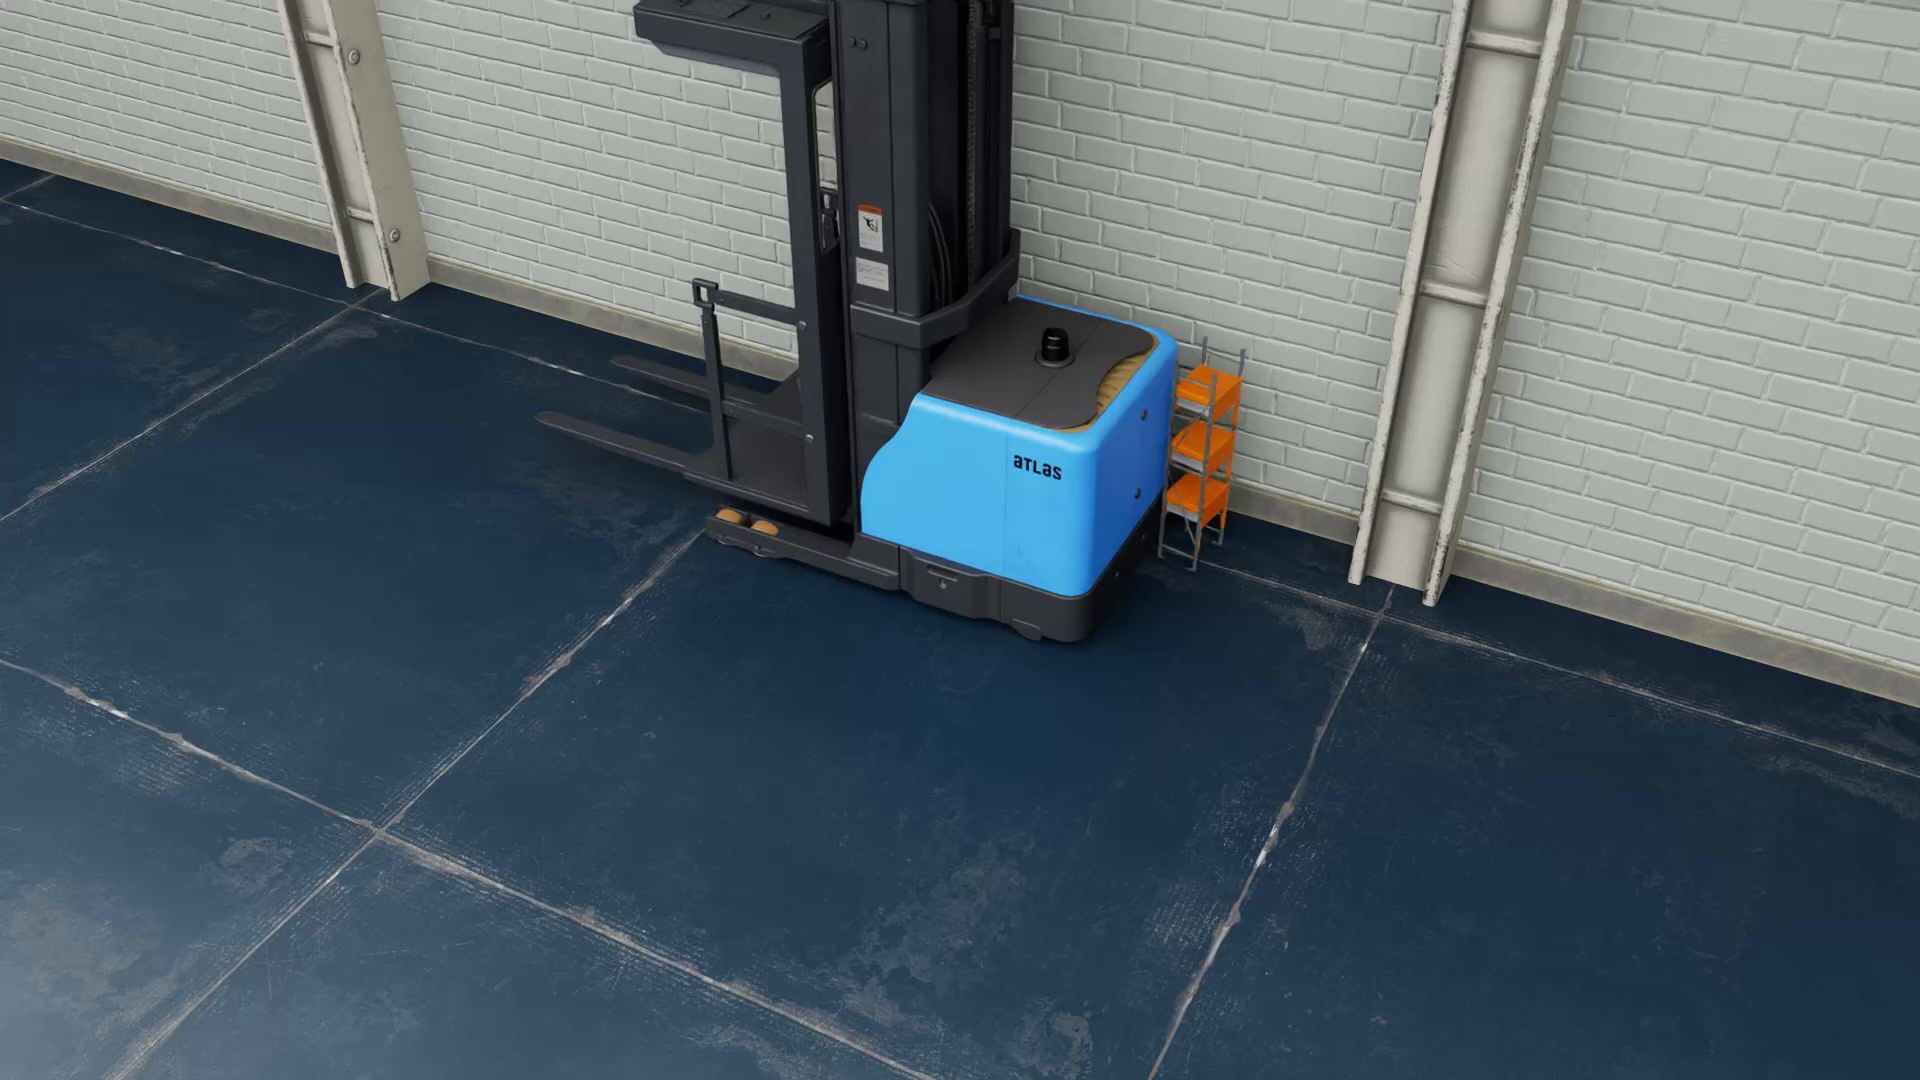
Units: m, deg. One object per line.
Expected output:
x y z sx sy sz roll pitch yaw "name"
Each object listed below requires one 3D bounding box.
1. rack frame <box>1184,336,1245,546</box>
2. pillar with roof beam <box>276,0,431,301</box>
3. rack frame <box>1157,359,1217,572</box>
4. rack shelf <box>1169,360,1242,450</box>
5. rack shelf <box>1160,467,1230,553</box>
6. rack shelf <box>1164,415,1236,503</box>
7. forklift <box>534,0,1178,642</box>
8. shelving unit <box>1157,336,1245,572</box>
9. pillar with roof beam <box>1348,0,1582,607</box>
1.134 -0.428 7.444 0.200 1.050 0.008 24 43 28 "rack frame"
-5.313 -2.781 3.971 0.400 9.000 9.100 17 41 21 "pillar with roof beam"
0.990 -0.308 7.287 0.200 1.050 0.008 24 43 28 "rack frame"
1.062 -0.585 7.200 0.215 0.259 0.240 24 43 28 "rack shelf"
1.062 -0.139 7.541 0.215 0.259 0.240 24 43 28 "rack shelf"
1.062 -0.359 7.372 0.215 0.259 0.240 24 43 28 "rack shelf"
-0.598 -1.354 7.109 3.031 2.935 1.130 17 40 21 "forklift"
1.062 -0.368 7.366 0.215 1.050 0.252 24 43 28 "shelving unit"
0.015 -1.113 1.773 0.400 9.000 9.100 17 41 21 "pillar with roof beam"
